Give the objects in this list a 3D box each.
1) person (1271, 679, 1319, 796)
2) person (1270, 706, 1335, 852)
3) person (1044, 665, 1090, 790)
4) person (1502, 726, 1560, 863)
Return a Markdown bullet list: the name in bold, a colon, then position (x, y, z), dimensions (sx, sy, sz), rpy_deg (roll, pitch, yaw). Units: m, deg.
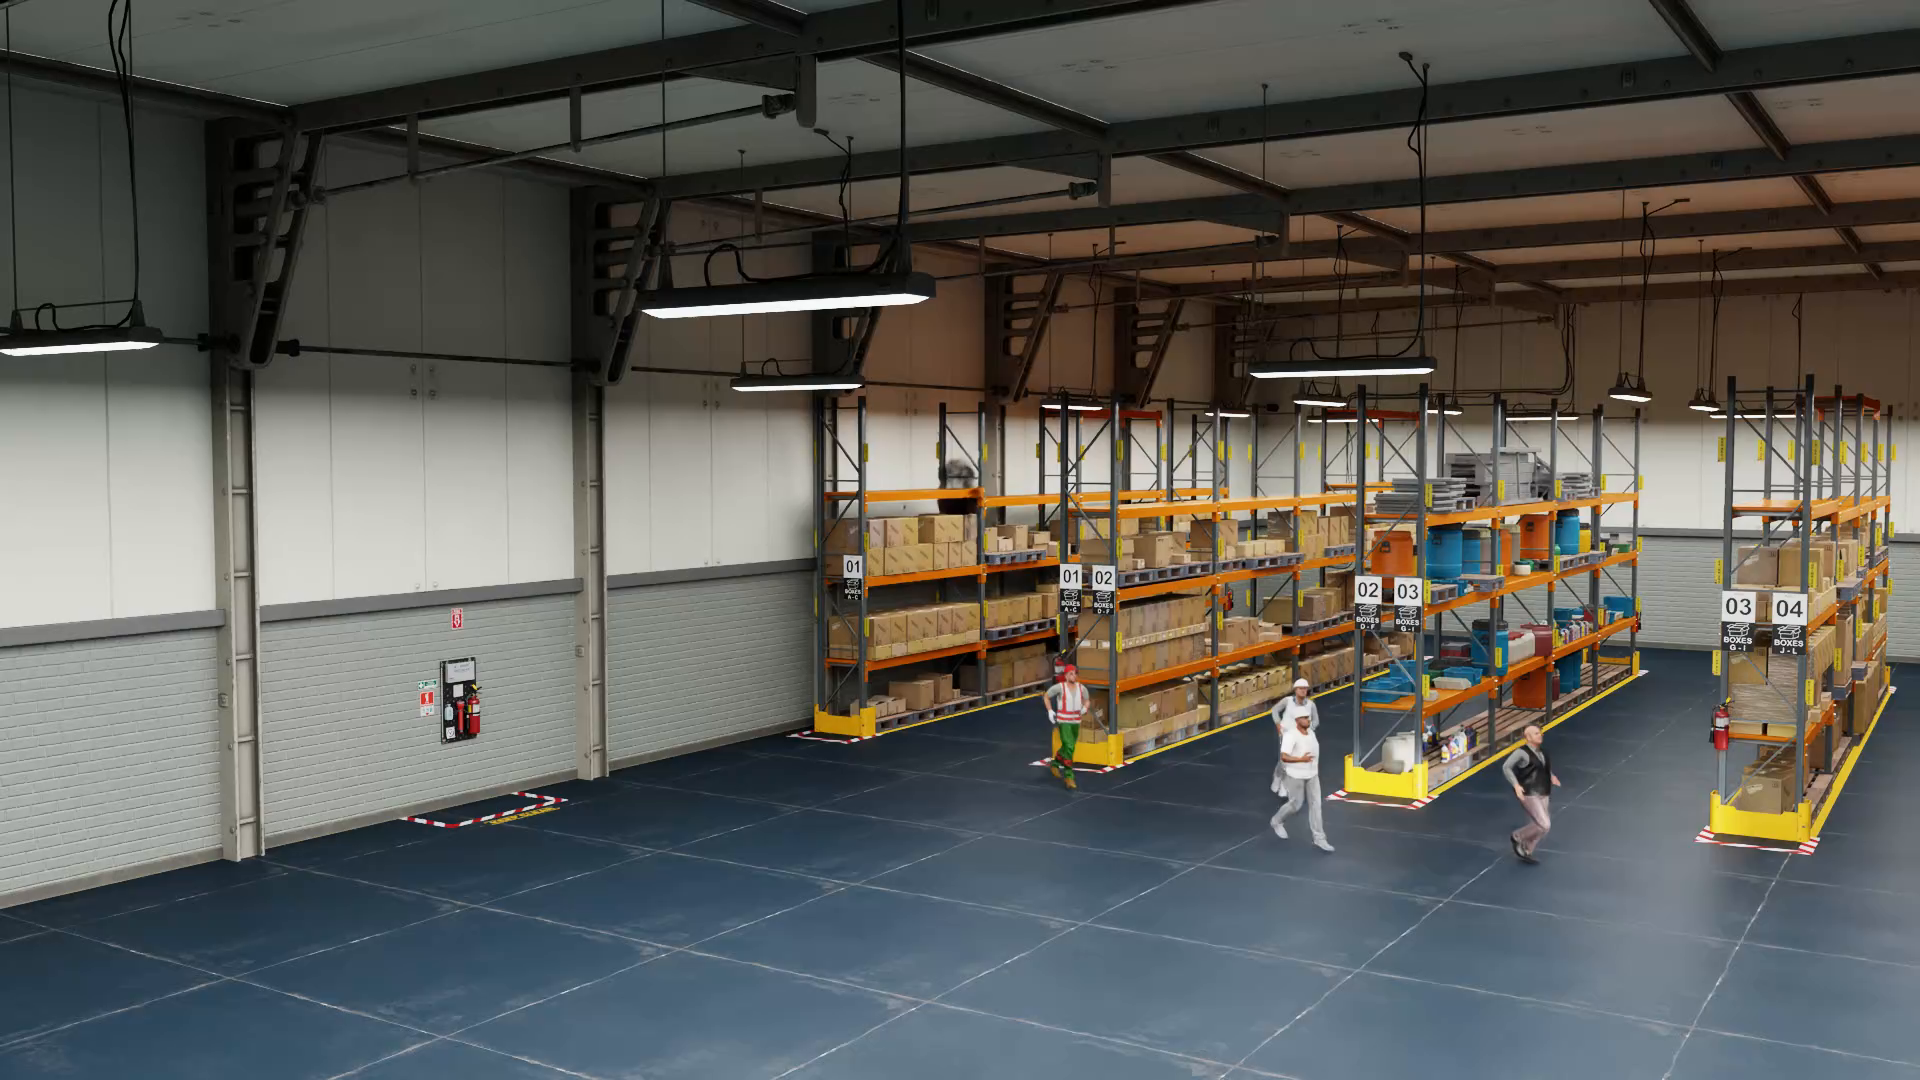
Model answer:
- **person**: position (4.885, 2.877, 24.180), dimensions (0.667, 1.736, 0.538), rpy_deg (0, 3, 3)
- **person**: position (4.324, 2.986, 21.026), dimensions (0.695, 1.770, 0.962), rpy_deg (-2, 4, -35)
- **person**: position (1.646, 2.784, 25.131), dimensions (0.669, 1.822, 0.859), rpy_deg (-2, 3, -30)
- **person**: position (6.983, 3.098, 20.143), dimensions (0.645, 1.677, 0.577), rpy_deg (-2, 4, -34)
